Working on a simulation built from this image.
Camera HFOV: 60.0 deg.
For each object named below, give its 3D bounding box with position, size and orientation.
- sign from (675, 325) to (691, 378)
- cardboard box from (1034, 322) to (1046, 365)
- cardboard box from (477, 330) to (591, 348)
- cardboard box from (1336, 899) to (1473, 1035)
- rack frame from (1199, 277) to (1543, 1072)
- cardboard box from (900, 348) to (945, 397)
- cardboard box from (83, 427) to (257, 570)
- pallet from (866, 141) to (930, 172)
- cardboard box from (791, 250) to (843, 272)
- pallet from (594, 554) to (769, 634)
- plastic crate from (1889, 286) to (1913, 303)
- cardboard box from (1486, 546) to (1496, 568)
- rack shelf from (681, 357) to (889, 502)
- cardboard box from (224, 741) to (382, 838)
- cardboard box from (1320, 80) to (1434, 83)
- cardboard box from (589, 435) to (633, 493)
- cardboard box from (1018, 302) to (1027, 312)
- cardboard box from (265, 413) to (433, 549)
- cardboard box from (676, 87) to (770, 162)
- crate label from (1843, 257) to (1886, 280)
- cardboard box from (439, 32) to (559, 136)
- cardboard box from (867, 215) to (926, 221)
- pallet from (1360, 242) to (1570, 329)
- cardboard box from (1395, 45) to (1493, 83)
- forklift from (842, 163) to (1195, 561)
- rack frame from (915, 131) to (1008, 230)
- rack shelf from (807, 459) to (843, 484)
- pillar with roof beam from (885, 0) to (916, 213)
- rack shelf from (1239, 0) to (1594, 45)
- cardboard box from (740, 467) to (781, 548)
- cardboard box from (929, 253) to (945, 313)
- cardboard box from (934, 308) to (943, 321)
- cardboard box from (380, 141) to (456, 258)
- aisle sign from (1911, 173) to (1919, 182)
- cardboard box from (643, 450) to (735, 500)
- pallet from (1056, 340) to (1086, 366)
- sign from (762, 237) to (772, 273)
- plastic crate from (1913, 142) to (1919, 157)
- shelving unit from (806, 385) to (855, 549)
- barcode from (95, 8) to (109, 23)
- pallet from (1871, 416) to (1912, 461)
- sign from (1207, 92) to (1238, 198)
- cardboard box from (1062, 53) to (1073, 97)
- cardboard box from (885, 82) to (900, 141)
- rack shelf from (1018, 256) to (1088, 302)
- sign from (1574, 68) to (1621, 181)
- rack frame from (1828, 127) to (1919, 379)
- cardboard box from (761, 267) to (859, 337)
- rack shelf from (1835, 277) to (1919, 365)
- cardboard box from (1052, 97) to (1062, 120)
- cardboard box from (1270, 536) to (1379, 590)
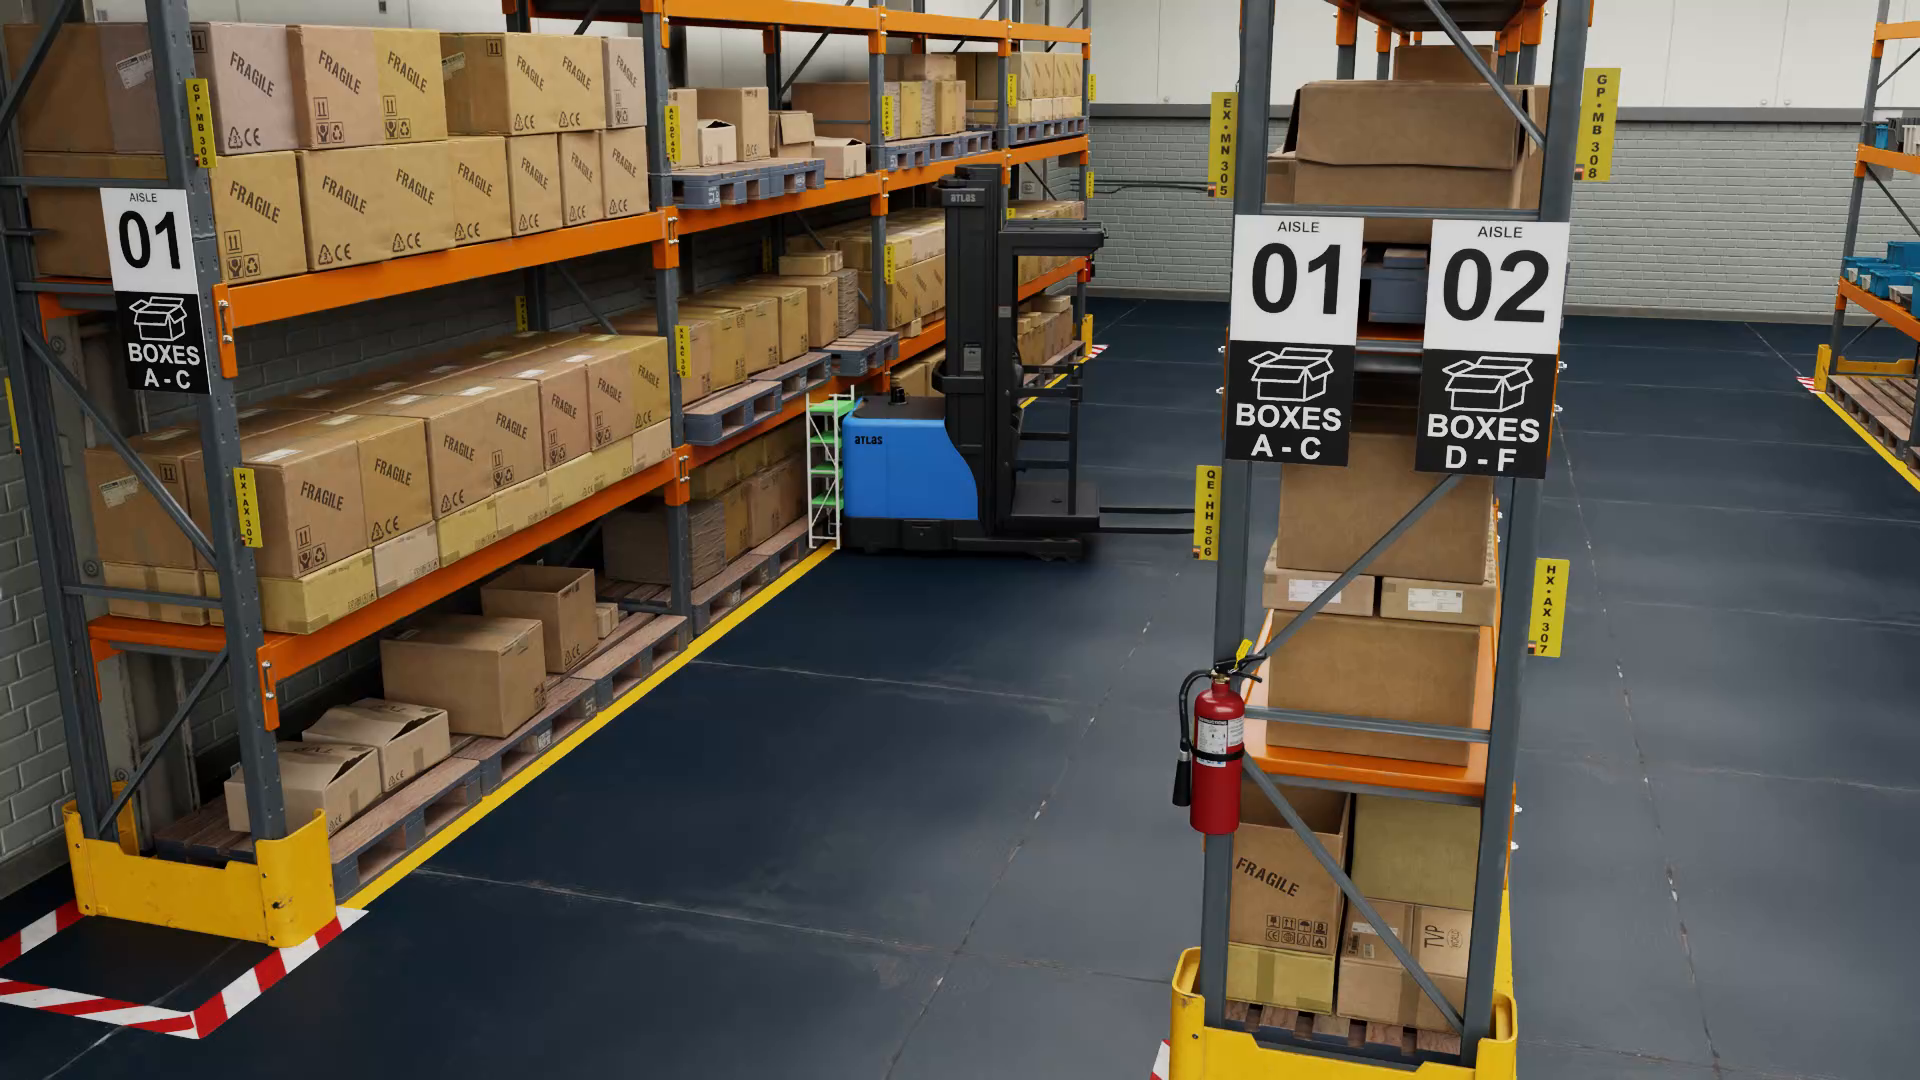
[{"bbox_3d":[-1.735,-1.178,10.400,0.100,0.325,0.005,5,16,16],"label":"sign"},{"bbox_3d":[0.620,-2.347,19.920,0.700,0.500,0.500,5,17,17],"label":"cardboard box"},{"bbox_3d":[-2.592,-0.993,10.199,0.500,0.500,0.500,4,16,15],"label":"cardboard box"},{"bbox_3d":[1.722,1.625,6.371,0.500,0.250,0.500,5,16,16],"label":"cardboard box"},{"bbox_3d":[1.356,0.628,5.619,1.000,3.000,0.127,5,16,16],"label":"rack frame"},{"bbox_3d":[-0.531,-1.427,16.034,0.750,0.750,0.750,5,16,16],"label":"cardboard box"},{"bbox_3d":[-3.464,-0.194,7.379,0.500,0.500,0.500,4,16,15],"label":"cardboard box"},{"bbox_3d":[-0.989,-3.373,14.574,1.213,0.211,1.003,5,17,18],"label":"pallet"},{"bbox_3d":[-1.190,-2.328,13.861,0.380,0.149,0.250,2,16,9],"label":"cardboard box"},{"bbox_3d":[-2.038,0.336,11.759,1.003,0.211,1.213,5,16,16],"label":"pallet"},{"bbox_3d":[9.721,-2.508,17.047,0.293,0.136,0.466,5,16,16],"label":"plastic crate"},{"bbox_3d":[1.746,0.112,6.065,0.380,0.149,0.250,4,16,14],"label":"cardboard box"},{"bbox_3d":[-1.689,-0.979,12.603,1.077,0.370,4.000,5,16,16],"label":"rack shelf"},{"bbox_3d":[-3.112,1.152,7.891,0.500,0.311,0.500,3,16,10],"label":"cardboard box"},{"bbox_3d":[2.097,-2.068,8.417,0.500,0.500,0.500,6,17,20],"label":"cardboard box"},{"bbox_3d":[-2.251,-0.462,9.701,0.500,0.250,0.500,5,17,16],"label":"cardboard box"},{"bbox_3d":[0.607,-2.846,20.488,0.380,0.149,0.250,5,17,17],"label":"cardboard box"},{"bbox_3d":[-2.821,-0.284,7.697,0.500,0.500,0.500,5,16,16],"label":"cardboard box"},{"bbox_3d":[-1.675,-2.955,11.800,0.500,0.500,0.500,4,16,14],"label":"cardboard box"},{"bbox_3d":[10.265,-3.082,18.897,0.416,0.233,0.303,5,16,16],"label":"crate label"},{"bbox_3d":[-2.424,-2.350,8.569,0.500,0.500,0.500,4,16,14],"label":"cardboard box"},{"bbox_3d":[-0.645,-3.088,16.578,0.500,0.250,0.500,4,16,14],"label":"cardboard box"},{"bbox_3d":[1.582,-0.956,5.867,1.003,0.211,1.213,5,16,16],"label":"pallet"},{"bbox_3d":[2.706,-2.511,9.319,0.500,0.500,0.500,5,17,17],"label":"cardboard box"},{"bbox_3d":[0.625,-1.397,12.885,3.031,2.935,1.130,1,16,4],"label":"forklift"},{"bbox_3d":[0.016,-2.895,18.039,1.000,3.000,0.127,5,16,16],"label":"rack frame"},{"bbox_3d":[-0.996,-0.512,12.932,0.258,0.148,0.480,3,13,11],"label":"rack shelf"},{"bbox_3d":[3.513,-5.698,16.926,9.100,9.000,0.400,5,16,16],"label":"pillar with roof beam"},{"bbox_3d":[1.924,-2.243,6.798,1.077,0.370,4.000,5,16,16],"label":"rack shelf"},{"bbox_3d":[-1.782,-0.274,12.574,0.700,0.500,0.500,5,17,17],"label":"cardboard box"},{"bbox_3d":[-0.438,-2.423,15.608,0.500,0.500,0.500,5,16,16],"label":"cardboard box"},{"bbox_3d":[-0.380,-2.208,16.039,0.380,0.149,0.250,5,17,16],"label":"cardboard box"},{"bbox_3d":[-2.729,-1.598,7.750,0.500,0.500,0.500,5,17,18],"label":"cardboard box"},{"bbox_3d":[10.952,-4.420,18.651,0.394,0.787,0.004,5,16,16],"label":"aisle sign"},{"bbox_3d":[-1.943,-0.481,11.929,0.500,0.250,0.500,4,16,15],"label":"cardboard box"},{"bbox_3d":[1.000,-2.385,21.350,1.003,0.211,1.213,5,16,16],"label":"pallet"},{"bbox_3d":[-1.654,-2.448,14.340,0.100,0.325,0.005,5,16,16],"label":"sign"},{"bbox_3d":[9.511,-3.805,16.234,0.293,0.136,0.466,5,16,16],"label":"plastic crate"},{"bbox_3d":[-0.996,-0.575,12.917,0.258,1.200,0.503,3,13,11],"label":"shelving unit"},{"bbox_3d":[-3.672,-2.241,7.121,0.001,0.075,0.075,5,16,16],"label":"barcode"},{"bbox_3d":[9.686,-0.981,16.400,1.003,0.211,1.213,5,16,16],"label":"pallet"},{"bbox_3d":[0.840,-1.249,5.261,0.100,0.325,0.005,5,16,16],"label":"sign"},{"bbox_3d":[1.053,-5.581,19.958,0.500,0.500,0.500,5,17,18],"label":"cardboard box"},{"bbox_3d":[-0.938,-3.825,14.833,0.700,0.500,0.500,4,16,13],"label":"cardboard box"},{"bbox_3d":[0.584,-3.072,19.982,1.077,0.370,4.000,5,16,16],"label":"rack shelf"},{"bbox_3d":[1.886,-1.229,4.923,0.100,0.325,0.005,5,16,16],"label":"sign"},{"bbox_3d":[10.651,-3.173,19.020,1.000,3.000,0.127,5,16,16],"label":"rack frame"},{"bbox_3d":[-1.245,-1.985,13.839,0.700,0.500,0.500,3,16,9],"label":"cardboard box"},{"bbox_3d":[10.083,-2.304,17.273,1.077,0.370,4.000,5,16,16],"label":"rack shelf"},{"bbox_3d":[0.909,-5.078,19.559,0.500,0.250,0.500,4,16,14],"label":"cardboard box"},{"bbox_3d":[1.355,0.084,6.164,0.380,0.149,0.250,5,17,17],"label":"cardboard box"}]
